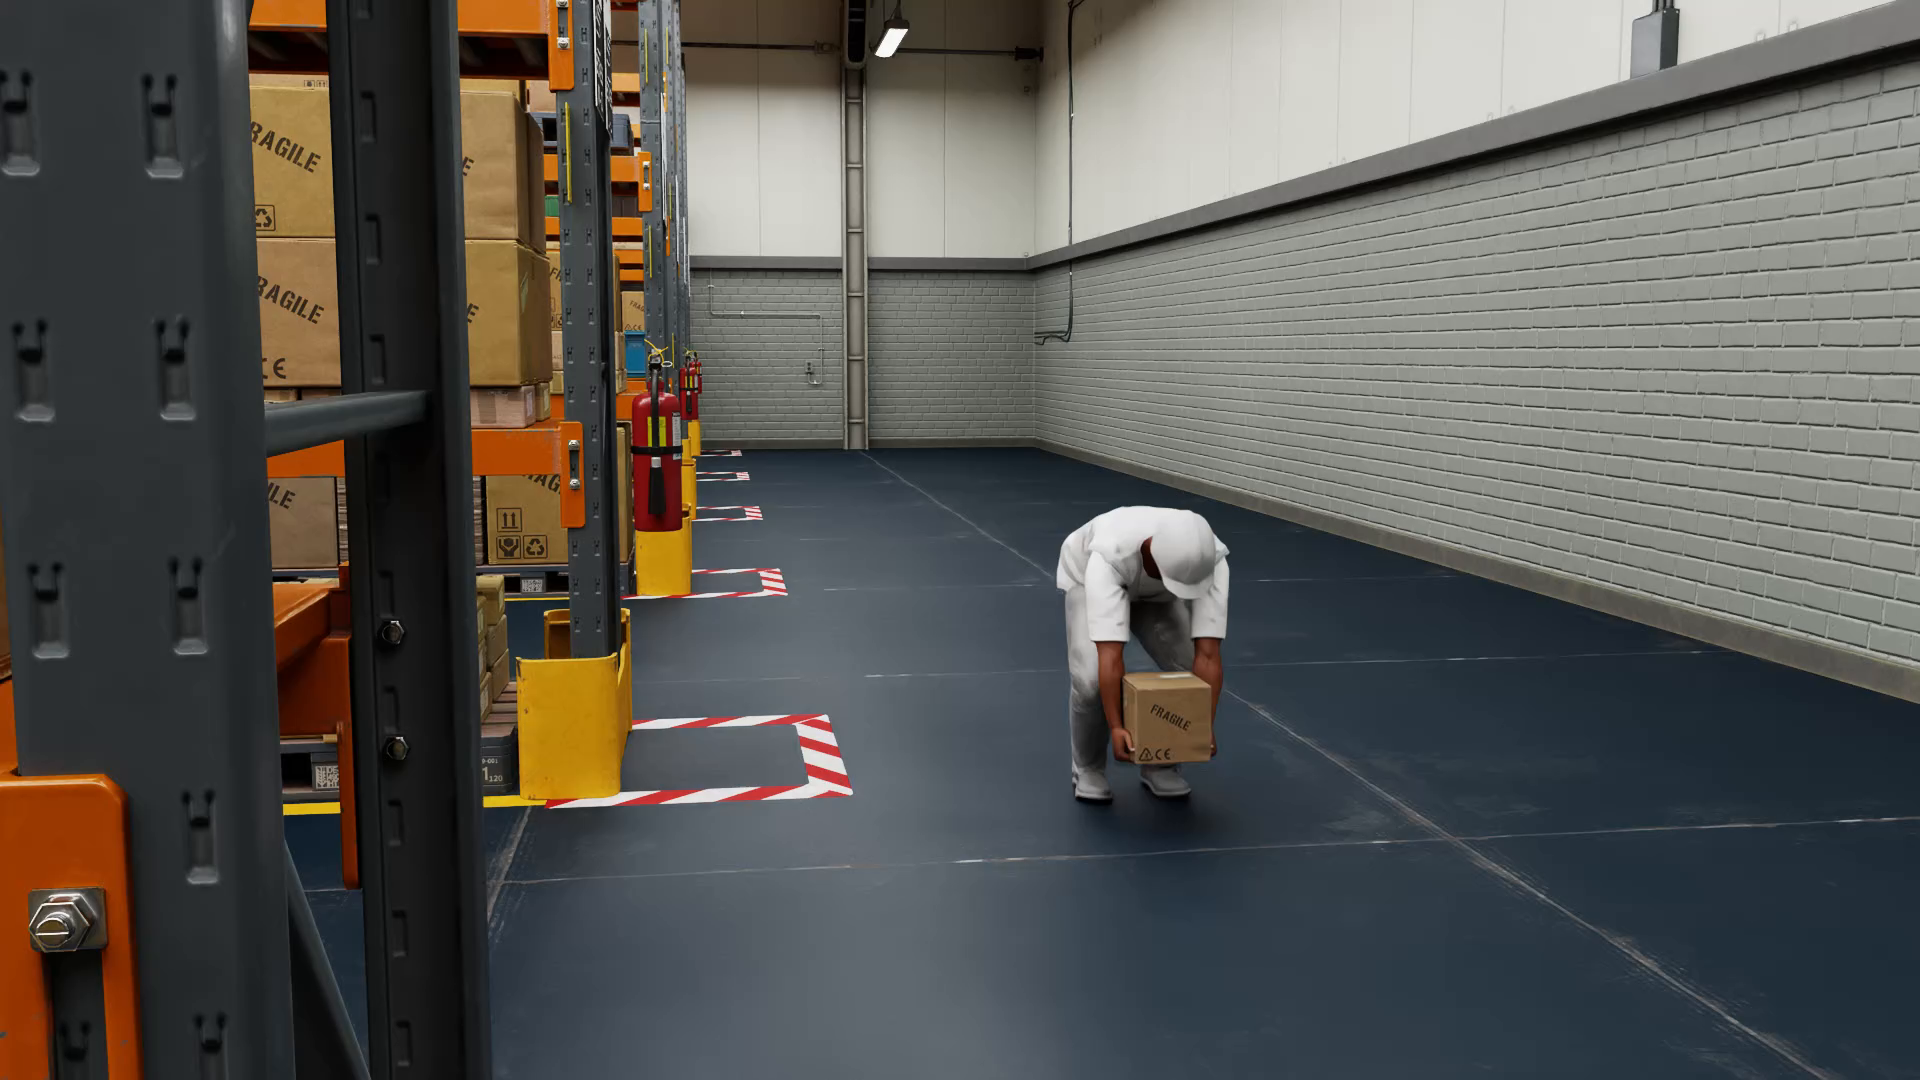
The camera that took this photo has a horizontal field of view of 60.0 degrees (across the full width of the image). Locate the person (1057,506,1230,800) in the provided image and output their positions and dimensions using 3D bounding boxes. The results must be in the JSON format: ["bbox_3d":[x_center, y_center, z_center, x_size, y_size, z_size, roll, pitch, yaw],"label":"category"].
[{"bbox_3d":[0.641,0.395,5.723,0.511,1.066,0.966,-1,7,-11],"label":"person"}]
